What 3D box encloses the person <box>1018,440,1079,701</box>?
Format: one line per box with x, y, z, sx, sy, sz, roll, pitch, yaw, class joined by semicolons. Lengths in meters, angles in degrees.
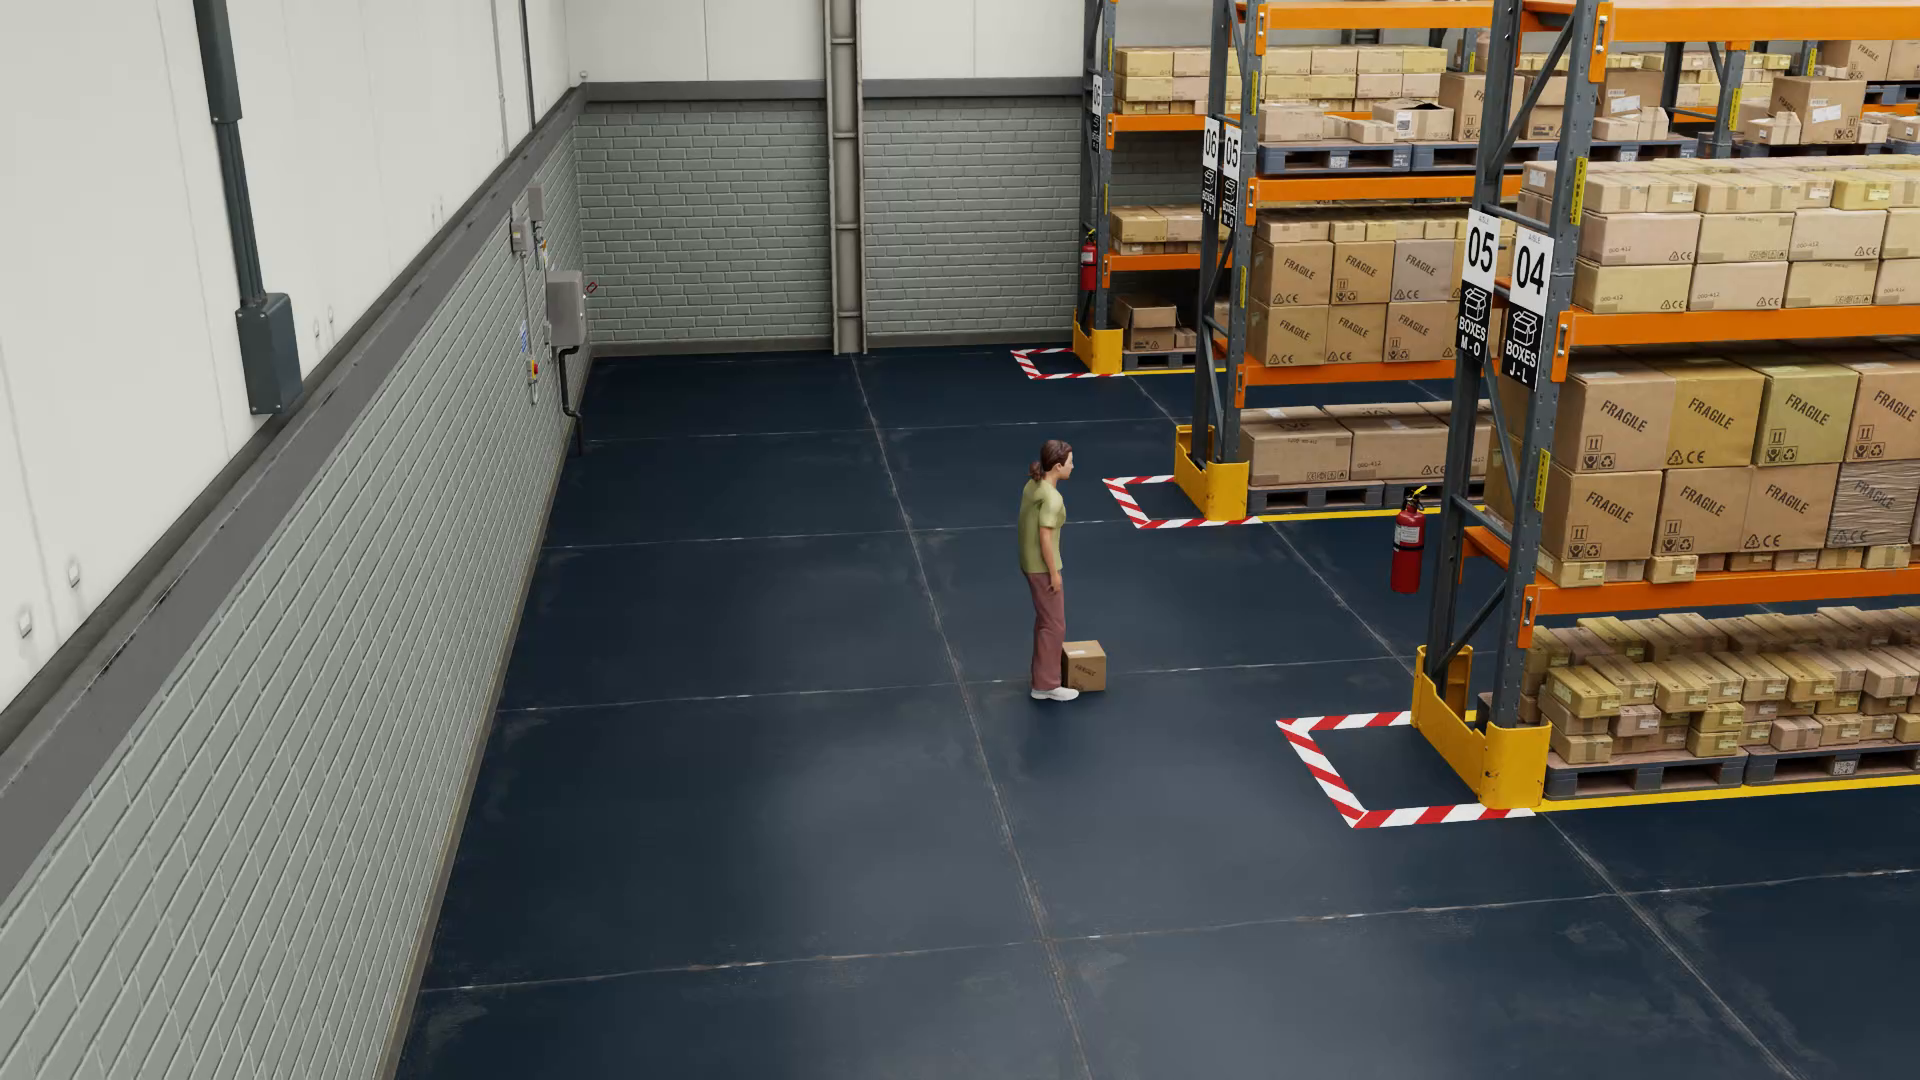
0.582;0.173;10.606;0.416;1.671;0.509;-4;20;-11;person
